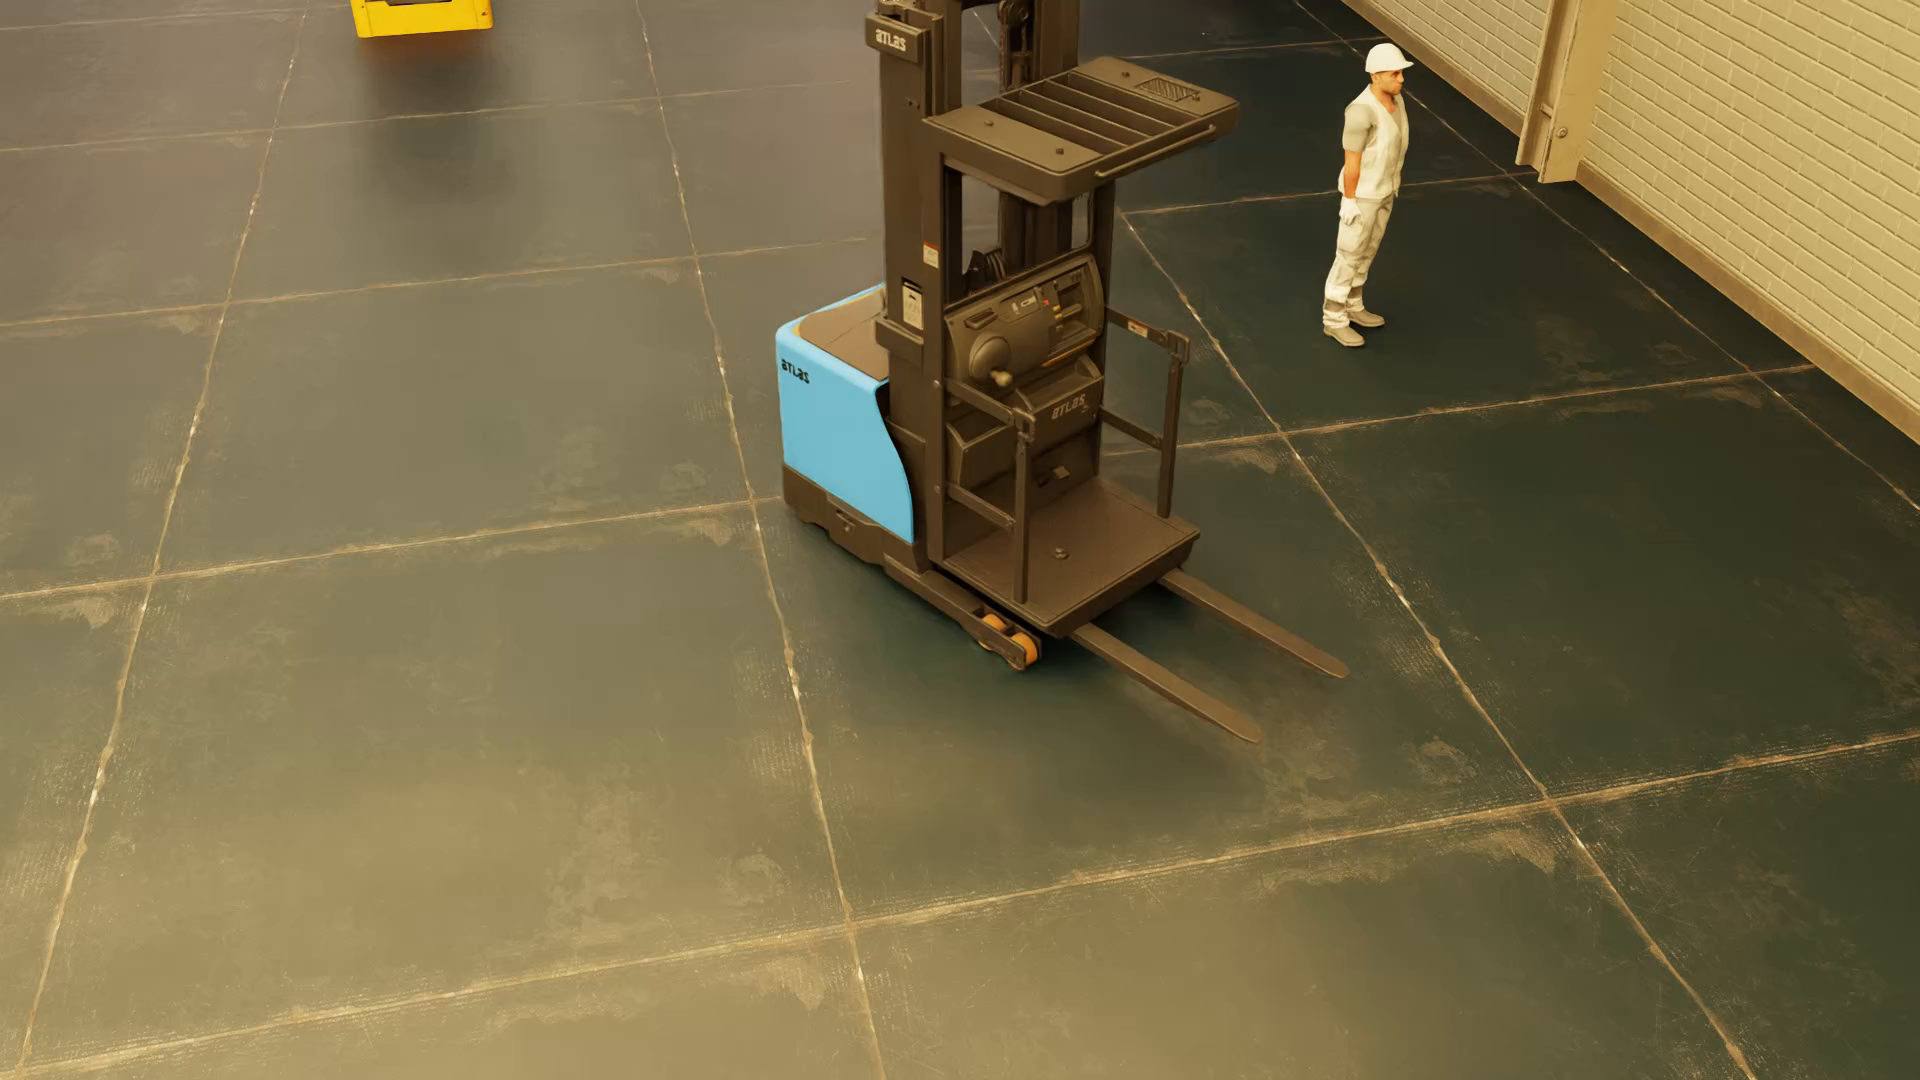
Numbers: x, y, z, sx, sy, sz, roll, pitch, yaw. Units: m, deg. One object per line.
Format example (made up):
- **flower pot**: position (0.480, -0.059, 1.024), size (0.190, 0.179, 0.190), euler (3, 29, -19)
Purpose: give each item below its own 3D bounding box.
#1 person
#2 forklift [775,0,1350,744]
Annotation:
- **person**: position (2.446, -2.055, 9.882), size (0.359, 1.796, 0.530), euler (24, 42, 29)
- **forklift**: position (0.449, -0.930, 7.342), size (1.130, 2.935, 3.031), euler (-29, 45, -34)
